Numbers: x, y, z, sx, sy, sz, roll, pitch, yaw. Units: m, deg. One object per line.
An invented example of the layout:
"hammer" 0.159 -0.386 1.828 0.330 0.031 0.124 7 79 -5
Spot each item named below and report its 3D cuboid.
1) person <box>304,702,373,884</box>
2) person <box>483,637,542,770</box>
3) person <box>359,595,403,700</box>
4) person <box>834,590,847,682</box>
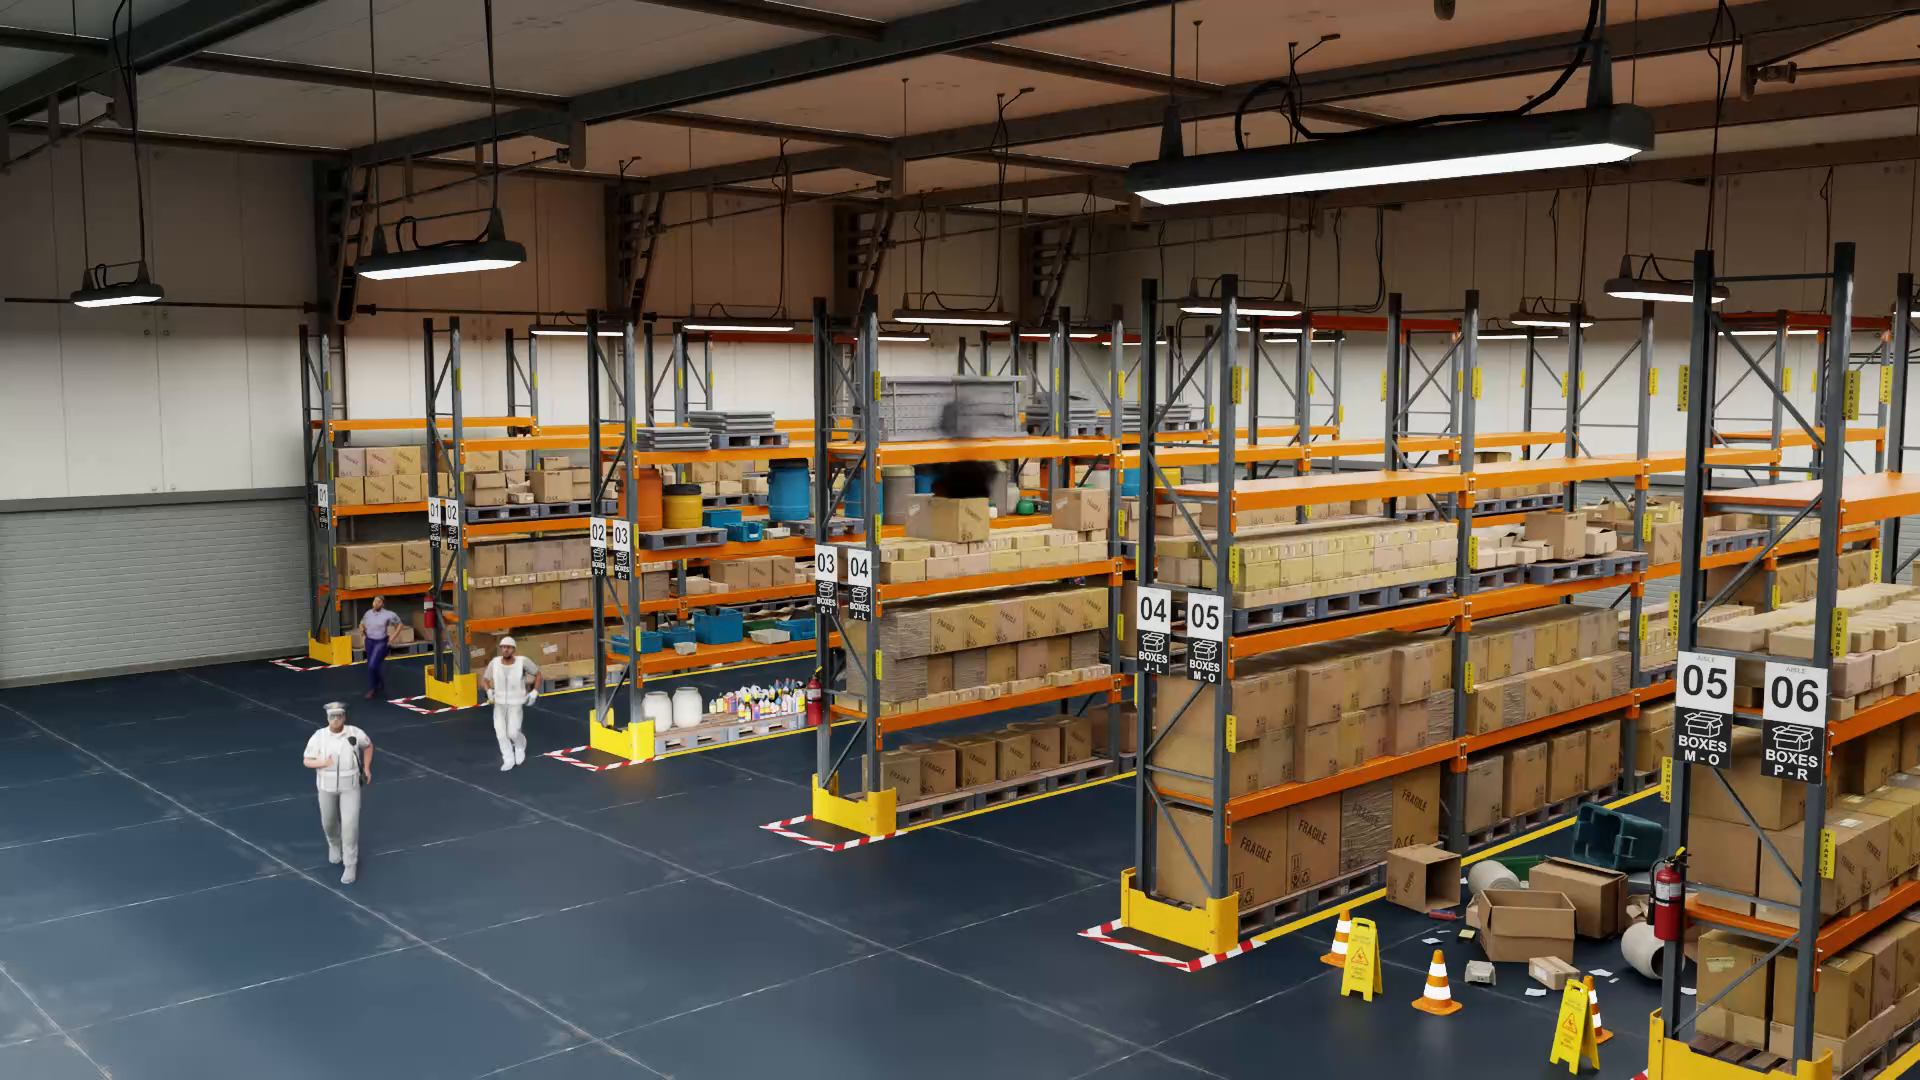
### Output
"person" -6.383 2.536 17.100 0.656 1.788 0.964 -2 6 -16
"person" -5.849 2.127 21.575 0.696 1.753 0.605 0 6 -1
"person" -9.214 1.696 26.379 0.641 1.663 0.674 2 6 16
"person" -2.005 1.546 27.984 0.514 1.639 0.666 5 7 38
